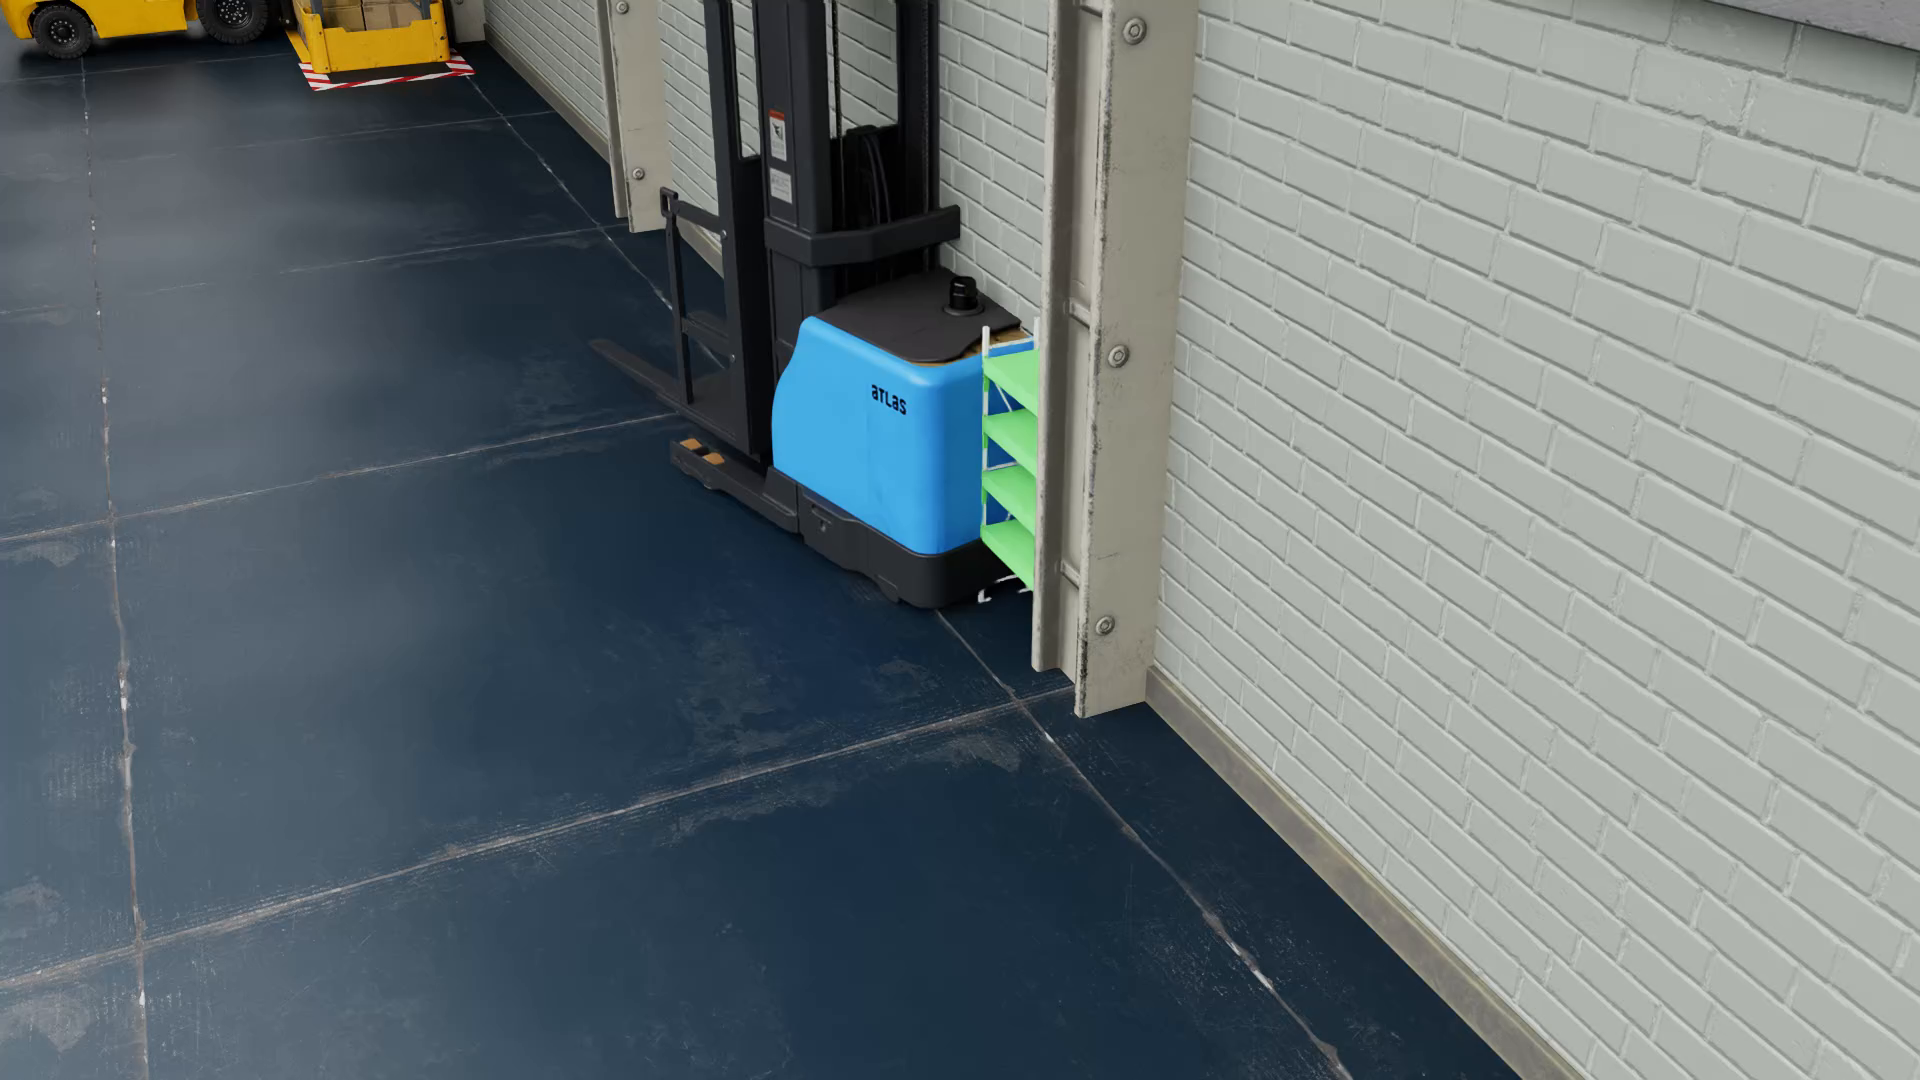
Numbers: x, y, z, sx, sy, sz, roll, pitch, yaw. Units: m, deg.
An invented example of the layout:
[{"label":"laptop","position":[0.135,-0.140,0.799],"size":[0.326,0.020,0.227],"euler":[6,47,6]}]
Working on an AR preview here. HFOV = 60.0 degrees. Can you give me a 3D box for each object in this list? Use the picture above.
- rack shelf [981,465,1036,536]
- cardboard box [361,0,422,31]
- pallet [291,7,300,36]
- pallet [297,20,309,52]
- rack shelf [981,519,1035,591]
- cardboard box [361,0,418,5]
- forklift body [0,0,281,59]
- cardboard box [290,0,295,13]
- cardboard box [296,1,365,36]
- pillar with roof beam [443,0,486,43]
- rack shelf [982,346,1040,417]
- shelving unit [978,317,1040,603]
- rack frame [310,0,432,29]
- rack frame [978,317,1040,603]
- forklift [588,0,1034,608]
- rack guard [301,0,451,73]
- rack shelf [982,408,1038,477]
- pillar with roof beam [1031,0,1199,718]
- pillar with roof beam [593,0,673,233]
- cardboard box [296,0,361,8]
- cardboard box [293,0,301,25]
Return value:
[{"label":"rack shelf","position":[0.297,-0.131,6.383],"size":[0.258,0.148,0.480],"euler":[-13,32,-23]},{"label":"cardboard box","position":[-5.205,-4.820,15.160],"size":[0.500,0.250,0.500],"euler":[-13,32,-22]},{"label":"pallet","position":[-6.056,-5.229,16.359],"size":[1.003,0.211,1.213],"euler":[-13,32,-22]},{"label":"pallet","position":[-5.537,-4.691,15.399],"size":[1.003,0.211,1.213],"euler":[-13,32,-22]},{"label":"rack shelf","position":[0.294,0.079,6.501],"size":[0.258,0.148,0.480],"euler":[-13,32,-23]},{"label":"cardboard box","position":[-5.185,-5.031,15.026],"size":[0.500,0.250,0.500],"euler":[-12,32,-21]},{"label":"forklift body","position":[-7.632,-5.662,15.149],"size":[2.313,2.155,1.214],"euler":[-13,32,-22]},{"label":"cardboard box","position":[-6.069,-5.147,15.745],"size":[0.500,0.250,0.500],"euler":[-13,32,-21]},{"label":"cardboard box","position":[-5.658,-4.703,14.952],"size":[0.500,0.250,0.500],"euler":[-13,32,-22]},{"label":"pillar with roof beam","position":[-8.544,-7.787,11.937],"size":[9.100,9.000,0.400],"euler":[-13,32,-22]},{"label":"rack shelf","position":[0.301,-0.550,6.149],"size":[0.258,0.148,0.480],"euler":[-13,32,-23]},{"label":"shelving unit","position":[0.297,-0.186,6.352],"size":[0.258,1.200,0.503],"euler":[-13,32,-23]},{"label":"rack frame","position":[-5.171,-5.578,14.130],"size":[1.000,3.000,0.127],"euler":[-13,32,-22]},{"label":"rack frame","position":[0.191,-0.294,6.543],"size":[0.240,1.200,0.015],"euler":[-13,32,-23]},{"label":"forklift","position":[-0.703,-1.653,7.201],"size":[1.130,2.935,3.031],"euler":[-22,36,-34]},{"label":"rack guard","position":[-5.160,-4.477,14.723],"size":[1.175,0.500,0.348],"euler":[-13,32,-22]},{"label":"rack shelf","position":[0.299,-0.340,6.266],"size":[0.258,0.148,0.480],"euler":[-13,32,-23]},{"label":"pillar with roof beam","position":[-3.392,-2.487,2.484],"size":[9.100,9.000,0.400],"euler":[-13,32,-22]},{"label":"pillar with roof beam","position":[-5.968,-5.137,7.210],"size":[9.100,9.000,0.400],"euler":[-13,32,-22]},{"label":"cardboard box","position":[-5.662,-4.929,14.844],"size":[0.500,0.250,0.500],"euler":[-14,32,-23]},{"label":"cardboard box","position":[-5.863,-4.925,15.347],"size":[0.500,0.250,0.500],"euler":[-13,32,-22]}]
